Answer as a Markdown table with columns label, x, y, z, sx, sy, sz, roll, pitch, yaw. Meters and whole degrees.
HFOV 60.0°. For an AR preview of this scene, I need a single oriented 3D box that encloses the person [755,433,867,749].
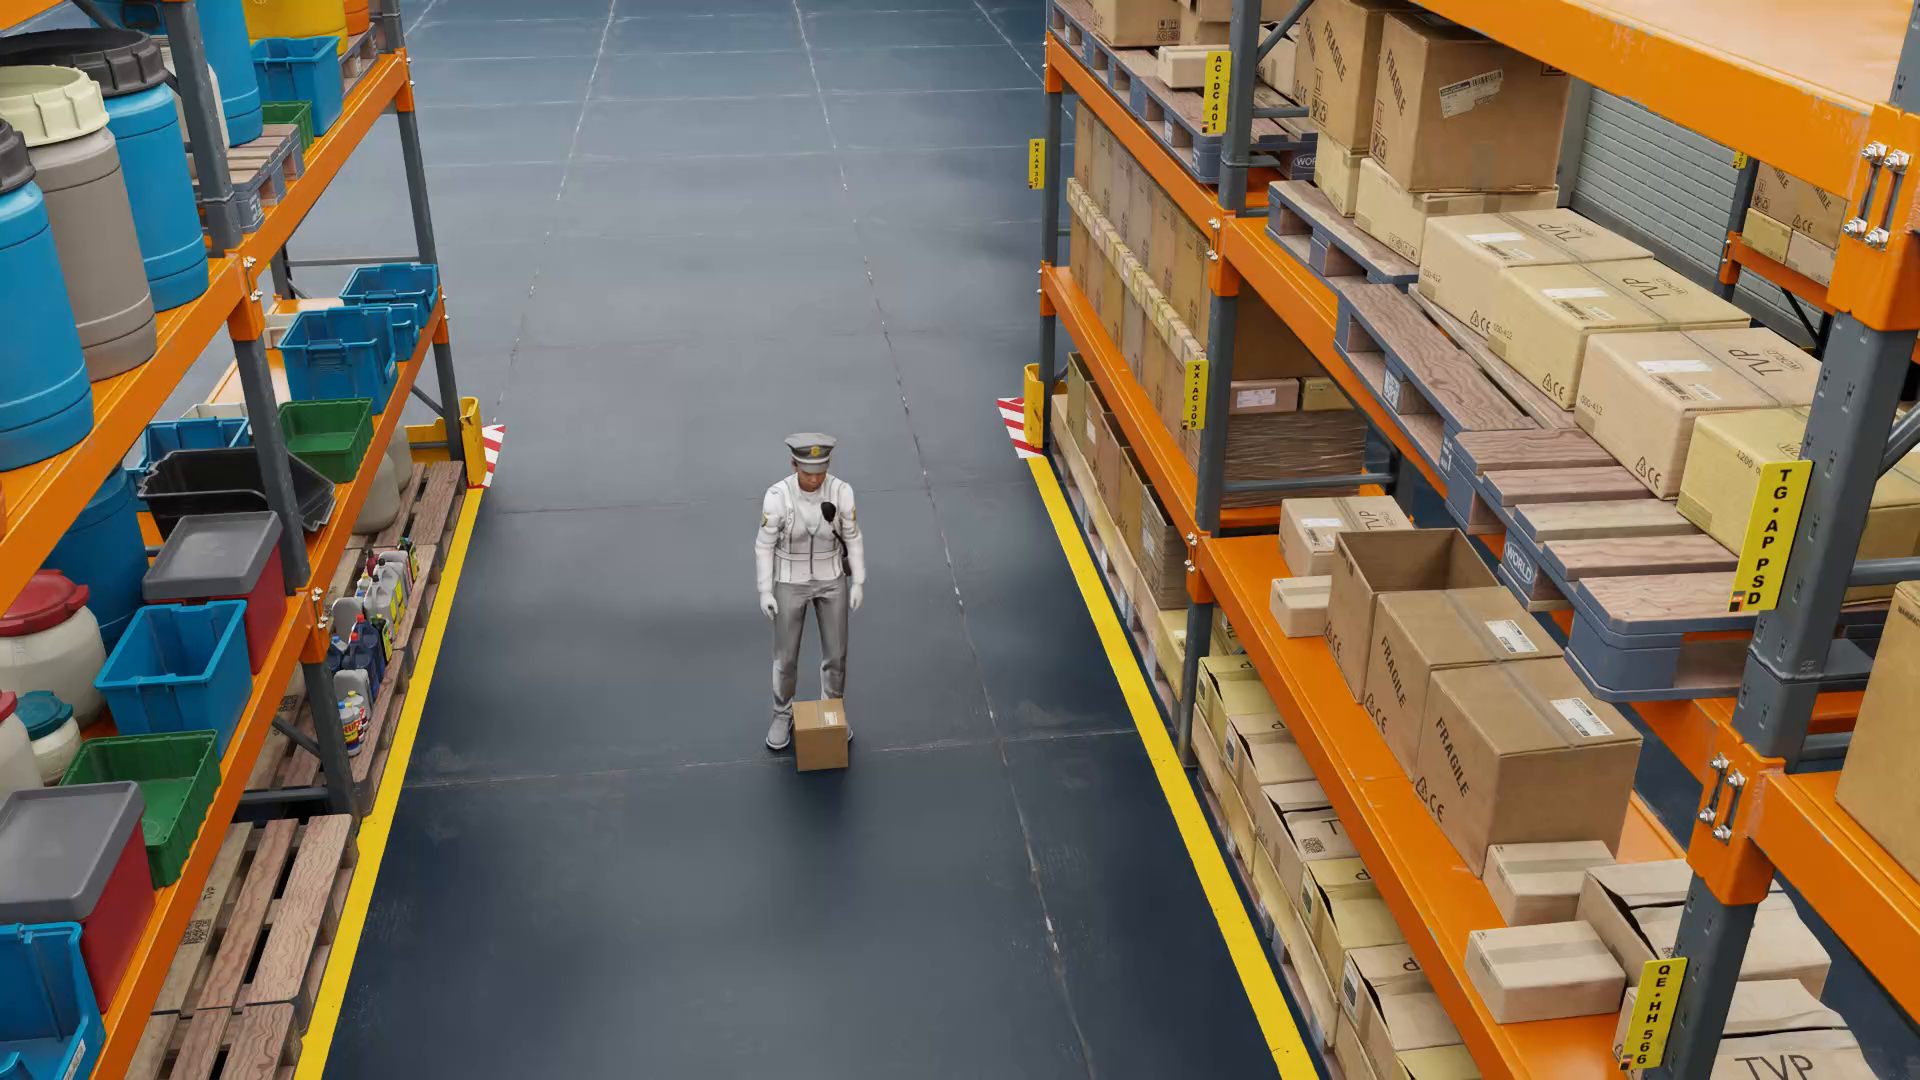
| label | x | y | z | sx | sy | sz | roll | pitch | yaw |
| --- | --- | --- | --- | --- | --- | --- | --- | --- | --- |
| person | -0.729 | 0.231 | 8.164 | 0.546 | 1.666 | 0.371 | -5 | 28 | -10 |
